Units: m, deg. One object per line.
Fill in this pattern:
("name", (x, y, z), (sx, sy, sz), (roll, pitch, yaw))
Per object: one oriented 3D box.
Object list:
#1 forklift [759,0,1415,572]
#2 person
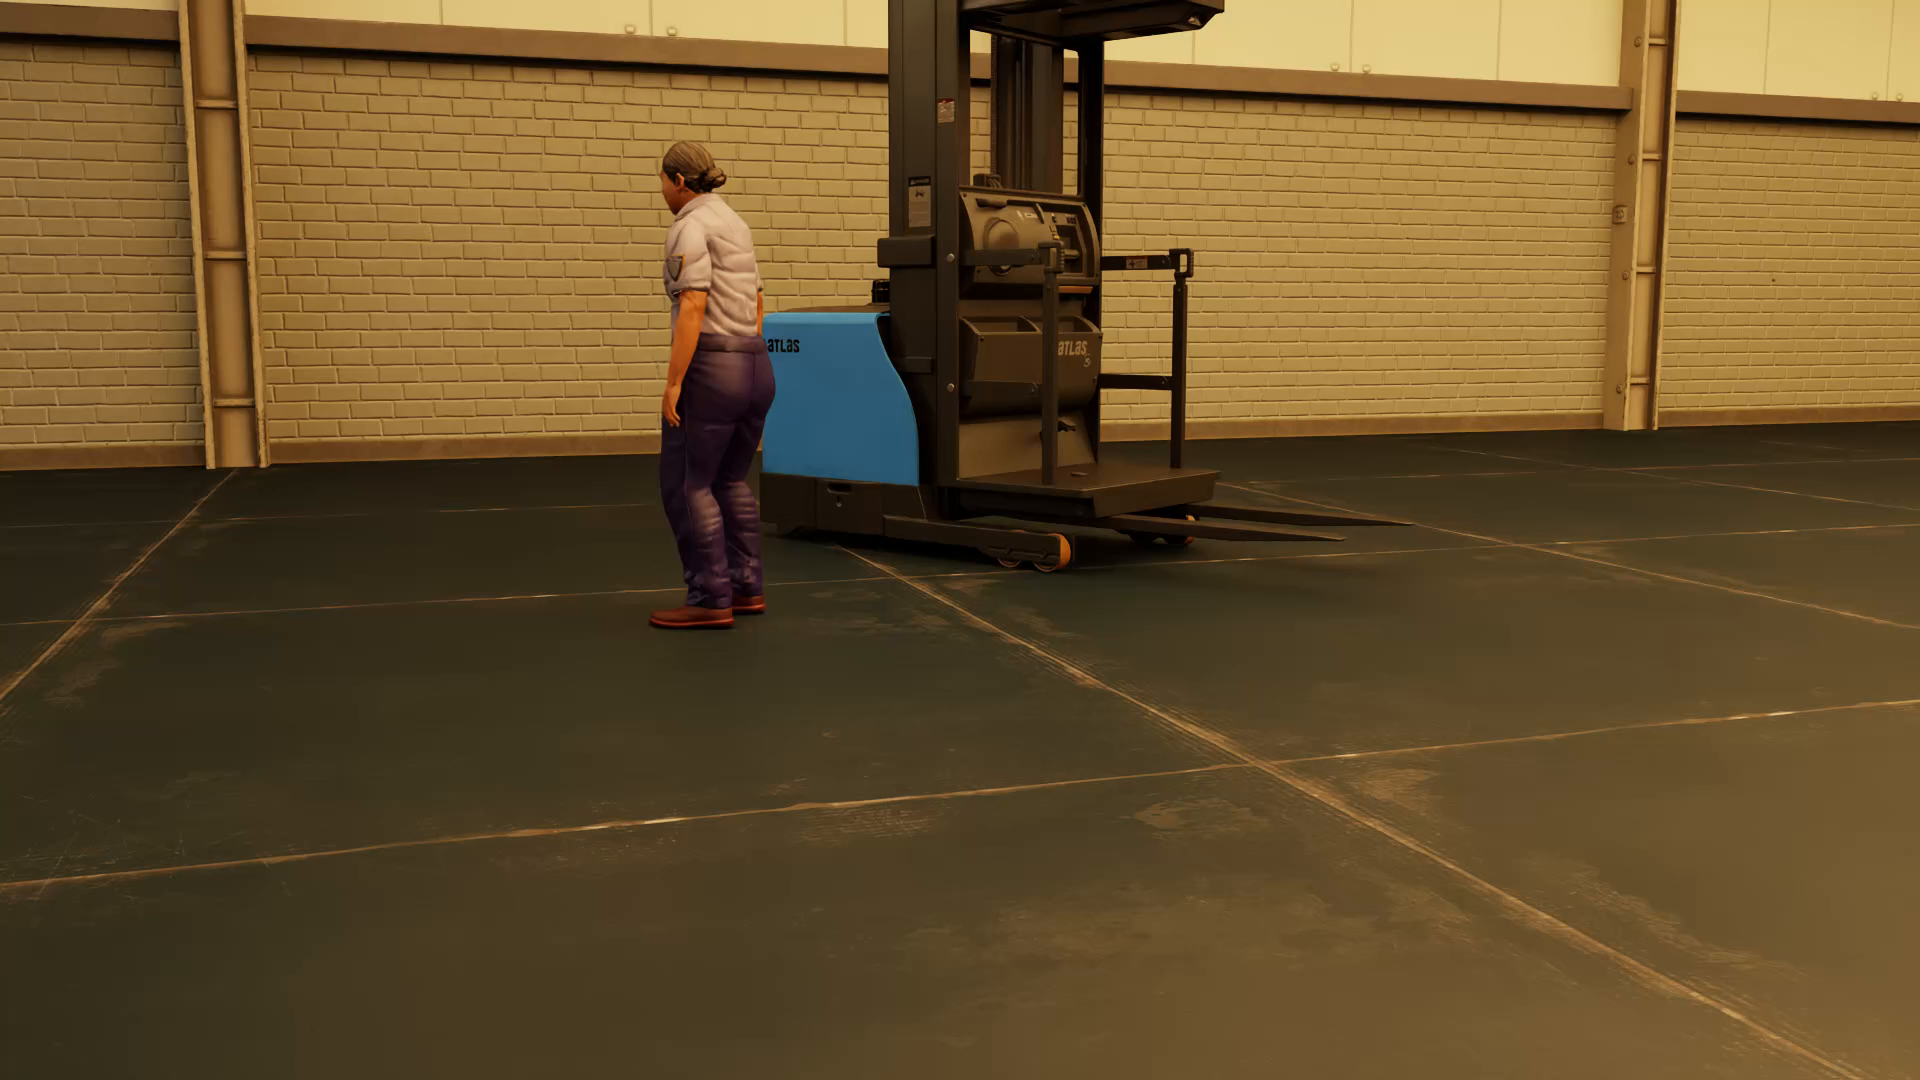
("forklift", (0.484, -1.398, 7.327), (3.031, 2.935, 1.130), (6, 10, 39))
("person", (-0.862, -0.532, 5.733), (0.382, 1.646, 0.542), (3, 8, 20))
